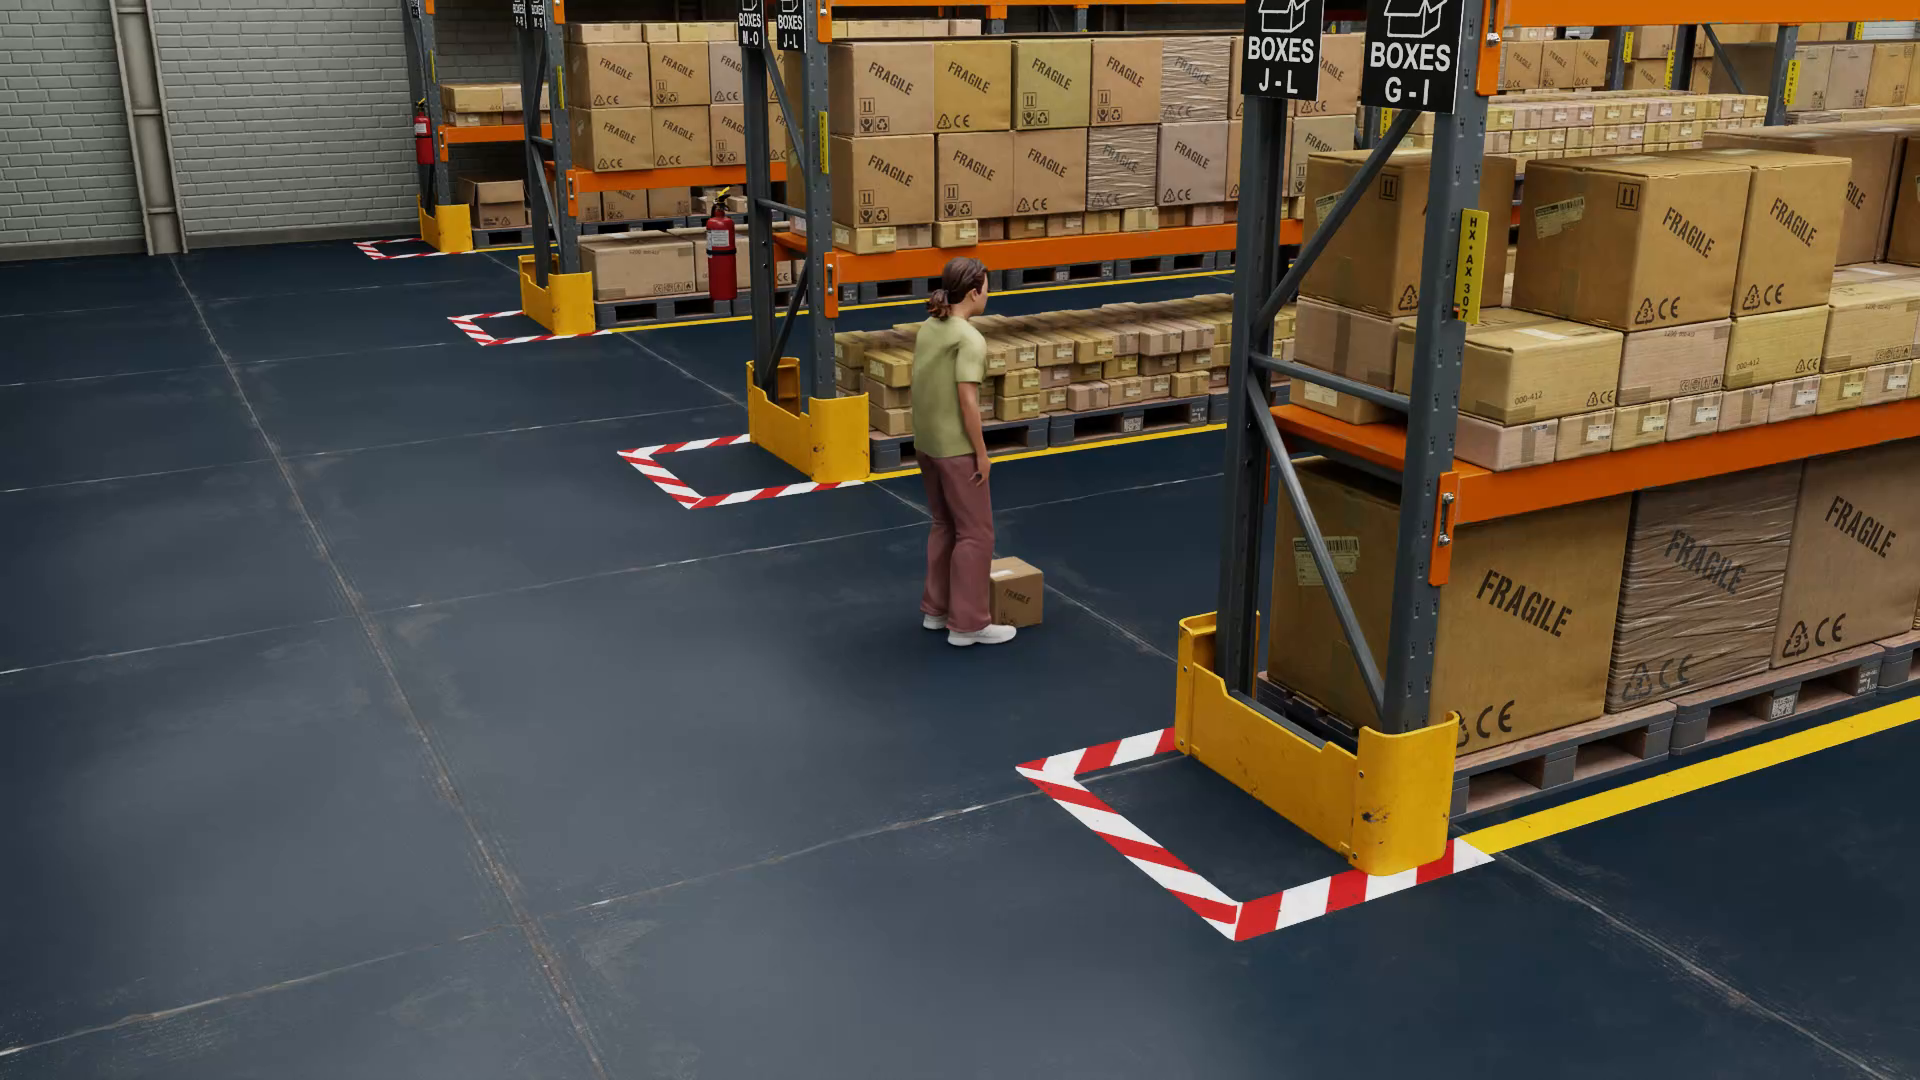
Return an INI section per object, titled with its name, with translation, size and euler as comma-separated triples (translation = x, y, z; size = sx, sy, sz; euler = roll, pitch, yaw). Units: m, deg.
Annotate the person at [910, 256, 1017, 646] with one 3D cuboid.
[person]
translation = -0.012, -0.388, 7.220
size = 0.362, 1.671, 0.506
euler = -11, 21, -29
